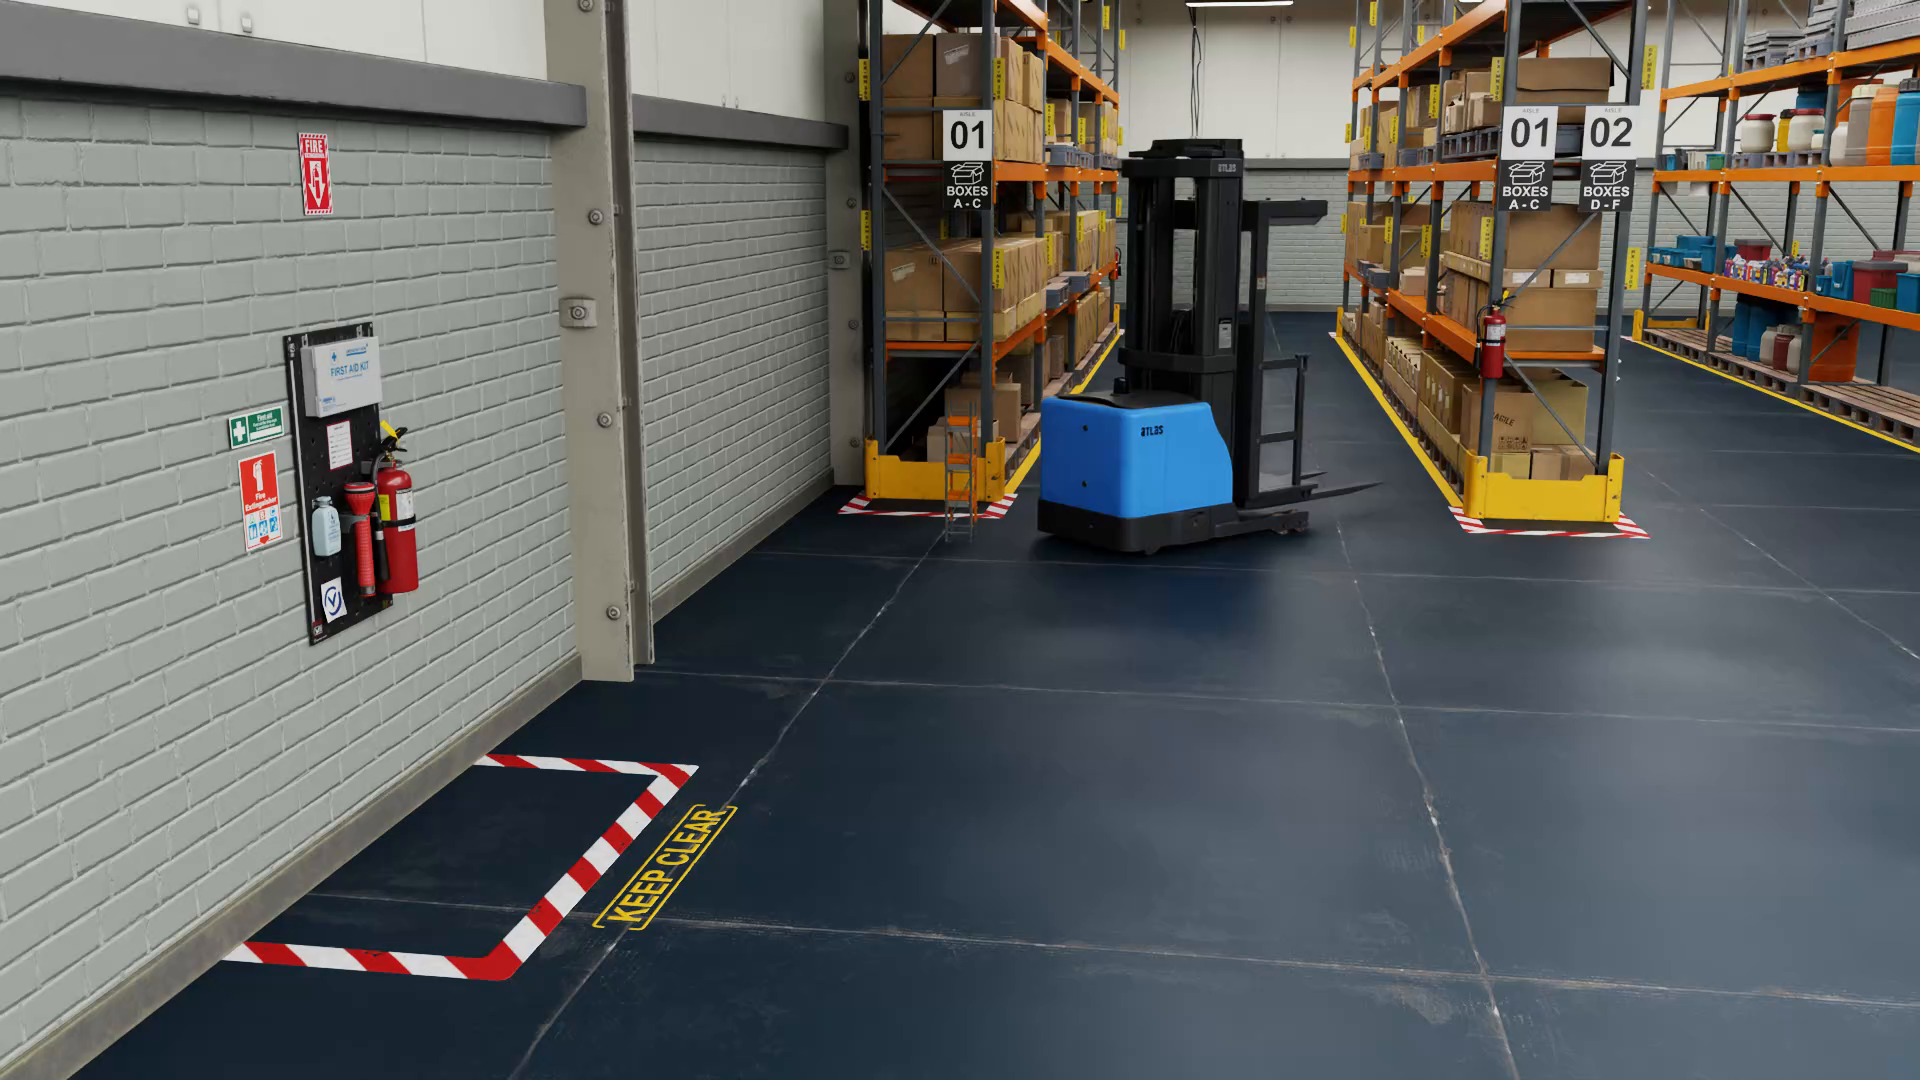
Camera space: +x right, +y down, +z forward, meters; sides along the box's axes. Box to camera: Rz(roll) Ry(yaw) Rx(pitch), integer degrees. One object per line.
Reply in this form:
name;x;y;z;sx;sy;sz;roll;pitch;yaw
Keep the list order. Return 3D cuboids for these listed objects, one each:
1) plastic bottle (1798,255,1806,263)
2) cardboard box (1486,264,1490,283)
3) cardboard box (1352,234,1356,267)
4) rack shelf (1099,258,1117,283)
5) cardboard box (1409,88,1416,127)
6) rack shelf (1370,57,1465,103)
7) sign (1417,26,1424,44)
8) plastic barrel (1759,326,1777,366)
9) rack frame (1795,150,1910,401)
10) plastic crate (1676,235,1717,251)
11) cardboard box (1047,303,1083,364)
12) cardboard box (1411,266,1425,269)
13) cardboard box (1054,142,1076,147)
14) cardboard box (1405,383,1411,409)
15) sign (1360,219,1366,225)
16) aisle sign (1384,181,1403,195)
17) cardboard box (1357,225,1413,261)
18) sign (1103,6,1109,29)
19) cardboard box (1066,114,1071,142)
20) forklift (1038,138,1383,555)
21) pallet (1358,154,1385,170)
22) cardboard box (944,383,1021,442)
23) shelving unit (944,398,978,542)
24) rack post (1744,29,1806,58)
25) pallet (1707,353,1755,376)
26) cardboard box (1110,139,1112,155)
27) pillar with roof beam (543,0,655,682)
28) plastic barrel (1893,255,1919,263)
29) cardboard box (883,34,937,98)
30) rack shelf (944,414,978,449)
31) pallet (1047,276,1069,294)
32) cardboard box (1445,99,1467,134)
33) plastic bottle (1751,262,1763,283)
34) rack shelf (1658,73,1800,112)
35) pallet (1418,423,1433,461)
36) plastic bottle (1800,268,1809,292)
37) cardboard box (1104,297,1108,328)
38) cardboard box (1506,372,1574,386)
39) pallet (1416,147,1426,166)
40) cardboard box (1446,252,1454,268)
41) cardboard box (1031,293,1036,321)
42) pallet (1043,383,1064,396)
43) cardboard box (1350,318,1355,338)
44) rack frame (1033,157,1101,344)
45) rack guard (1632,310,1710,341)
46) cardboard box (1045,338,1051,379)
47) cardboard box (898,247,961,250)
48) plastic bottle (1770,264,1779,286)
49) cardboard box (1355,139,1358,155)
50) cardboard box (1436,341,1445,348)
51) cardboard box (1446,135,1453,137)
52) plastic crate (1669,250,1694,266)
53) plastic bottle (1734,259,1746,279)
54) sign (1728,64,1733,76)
plastic bottle;11.563;-3.737;22.830;0.144;0.351;0.185;2;12;9
cardboard box;4.619;-2.224;13.916;0.380;0.149;0.250;2;12;8
cardboard box;6.569;-4.644;26.687;0.500;0.500;0.500;2;12;9
rack shelf;1.928;-4.387;27.437;1.077;0.370;4.000;2;12;9
cardboard box;6.052;-5.531;21.306;0.500;0.500;0.500;2;12;9
rack shelf;6.208;-6.132;22.243;1.077;0.370;4.000;2;12;9
sign;7.676;-8.440;27.702;0.100;0.325;0.005;2;12;9
plastic barrel;11.025;-2.616;22.419;0.421;0.512;0.421;0;12;0
rack frame;10.794;-3.169;20.077;1.000;3.000;0.127;2;12;9
plastic crate;12.158;-4.805;27.442;0.616;0.435;0.499;2;12;9
cardboard box;1.248;-2.793;22.439;0.750;0.750;0.750;2;12;8
cardboard box;5.801;-3.212;20.490;0.500;0.311;0.500;3;12;12
cardboard box;1.161;-4.764;20.521;0.500;0.311;0.500;2;12;9
cardboard box;5.142;-1.559;18.139;0.500;0.250;0.500;2;12;8
sign;5.978;-4.602;24.672;0.100;0.325;0.005;2;12;9
aisle sign;7.444;-6.270;28.298;0.394;0.787;0.004;2;12;9
cardboard box;6.222;-4.325;24.210;0.700;0.500;0.500;-2;12;-10
sign;2.158;-7.735;24.621;0.100;0.325;0.005;2;12;9
cardboard box;1.151;-5.550;22.722;0.700;0.500;0.500;3;12;12
forklift;2.065;-1.550;12.730;3.031;2.935;1.130;-9;15;-36
pallet;6.346;-5.404;23.773;1.213;0.211;1.003;2;12;9
cardboard box;0.220;-1.228;15.962;0.700;0.500;0.500;1;12;5
shelving unit;0.008;-0.524;12.434;0.215;1.050;0.252;2;12;9
rack post;11.249;-6.723;22.507;0.937;0.300;0.954;2;12;8
pallet;11.250;-2.479;23.495;1.003;0.211;1.213;2;12;9
cardboard box;2.231;-6.424;27.185;0.500;0.250;0.500;2;12;7
pillar with roof beam;2.359;-3.542;7.570;9.100;9.000;0.400;2;12;9
plastic barrel;10.847;-3.002;19.039;0.421;0.512;0.421;0;12;0
cardboard box;-0.417;-3.936;13.860;0.500;0.500;0.500;2;12;11
rack shelf;0.008;-0.791;12.377;0.215;0.259;0.240;2;12;9
pallet;0.741;-2.983;19.668;1.003;0.211;1.213;2;12;9
cardboard box;4.864;-3.985;15.627;0.500;0.311;0.500;1;12;6
plastic bottle;10.784;-3.616;22.445;0.152;0.276;0.135;2;12;9
rack shelf;11.717;-6.803;25.358;1.077;0.370;4.000;2;12;9
pallet;5.122;-0.970;16.493;1.003;0.211;1.213;2;12;9
plastic bottle;10.435;-3.210;20.544;0.061;0.283;0.133;2;12;9
cardboard box;2.150;-3.885;28.338;0.700;0.500;0.500;2;12;8
cardboard box;5.112;-1.205;14.717;0.500;0.500;0.500;2;12;9
pallet;5.715;-4.327;18.779;1.003;0.211;1.213;2;12;11
cardboard box;5.014;-2.761;16.409;0.380;0.149;0.250;2;12;9
cardboard box;0.470;-2.276;16.245;0.500;0.250;0.500;2;12;8
pallet;0.694;-1.711;19.930;1.003;0.211;1.213;2;12;9
cardboard box;6.438;-3.347;26.243;0.500;0.311;0.500;2;12;9
rack frame;1.620;-4.322;25.430;1.000;3.000;0.127;2;12;9
rack guard;12.016;-3.617;28.092;1.175;0.500;0.348;2;12;9
cardboard box;0.752;-2.228;20.600;0.700;0.500;0.500;2;12;9
cardboard box;-0.276;-2.337;14.745;0.500;0.500;0.500;2;12;9
plastic bottle;10.611;-3.448;21.648;0.061;0.283;0.133;2;12;9
cardboard box;6.640;-6.326;26.776;0.500;0.250;0.500;2;12;9
cardboard box;5.990;-2.240;19.965;0.500;0.311;0.500;2;12;8
cardboard box;5.471;-4.338;17.741;0.500;0.250;0.500;1;12;3
plastic crate;11.459;-4.467;26.354;0.416;0.233;0.300;2;12;9
plastic bottle;10.906;-3.781;23.210;0.152;0.276;0.135;2;12;9
sign;12.571;-7.595;27.139;0.100;0.325;0.005;2;12;9
